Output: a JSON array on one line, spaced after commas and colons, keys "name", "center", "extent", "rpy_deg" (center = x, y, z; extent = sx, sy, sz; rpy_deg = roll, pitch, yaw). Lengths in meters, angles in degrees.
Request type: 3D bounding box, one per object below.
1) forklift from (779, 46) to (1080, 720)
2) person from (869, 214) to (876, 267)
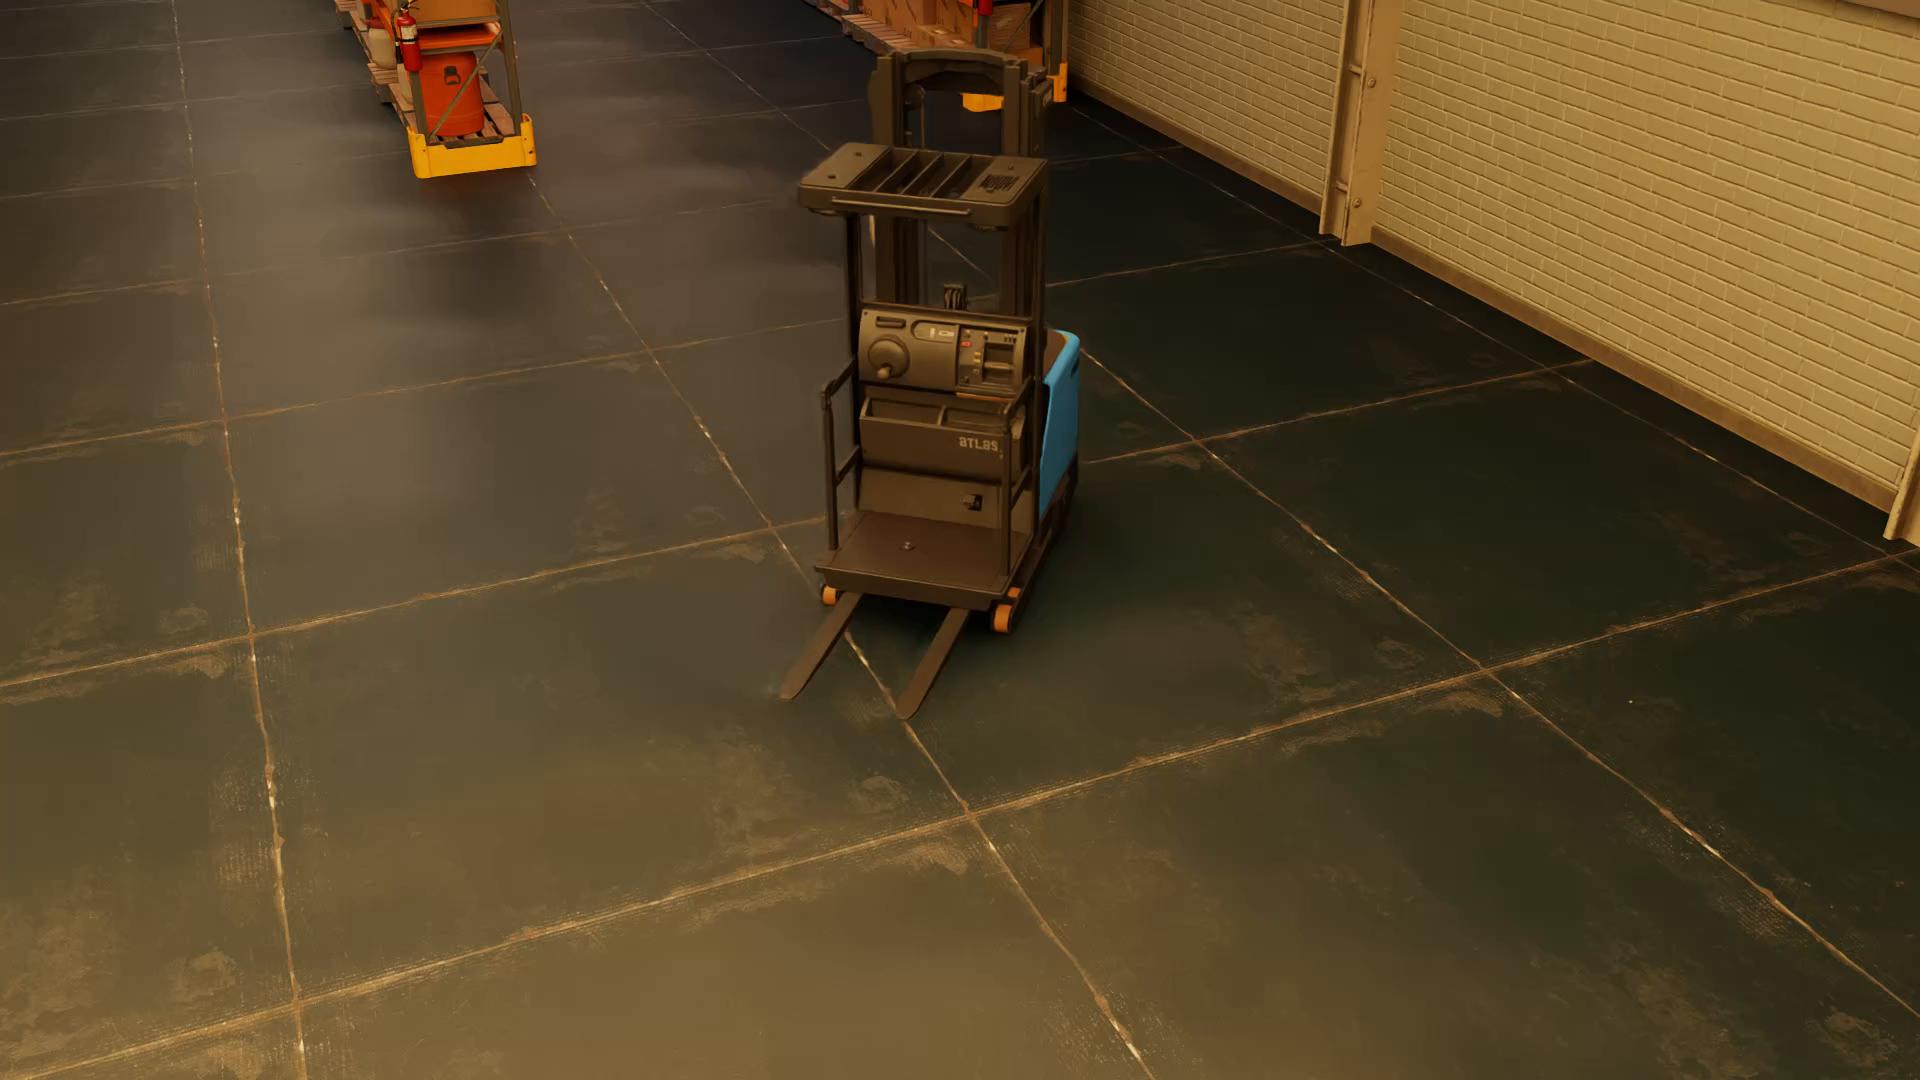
[{"name": "forklift", "center": [-0.155, -0.972, 8.820], "extent": [1.130, 2.935, 3.031], "rpy_deg": [8, 31, 14]}, {"name": "person", "center": [-0.378, -1.869, 11.639], "extent": [0.549, 1.672, 0.548], "rpy_deg": [-6, 30, -10]}]
